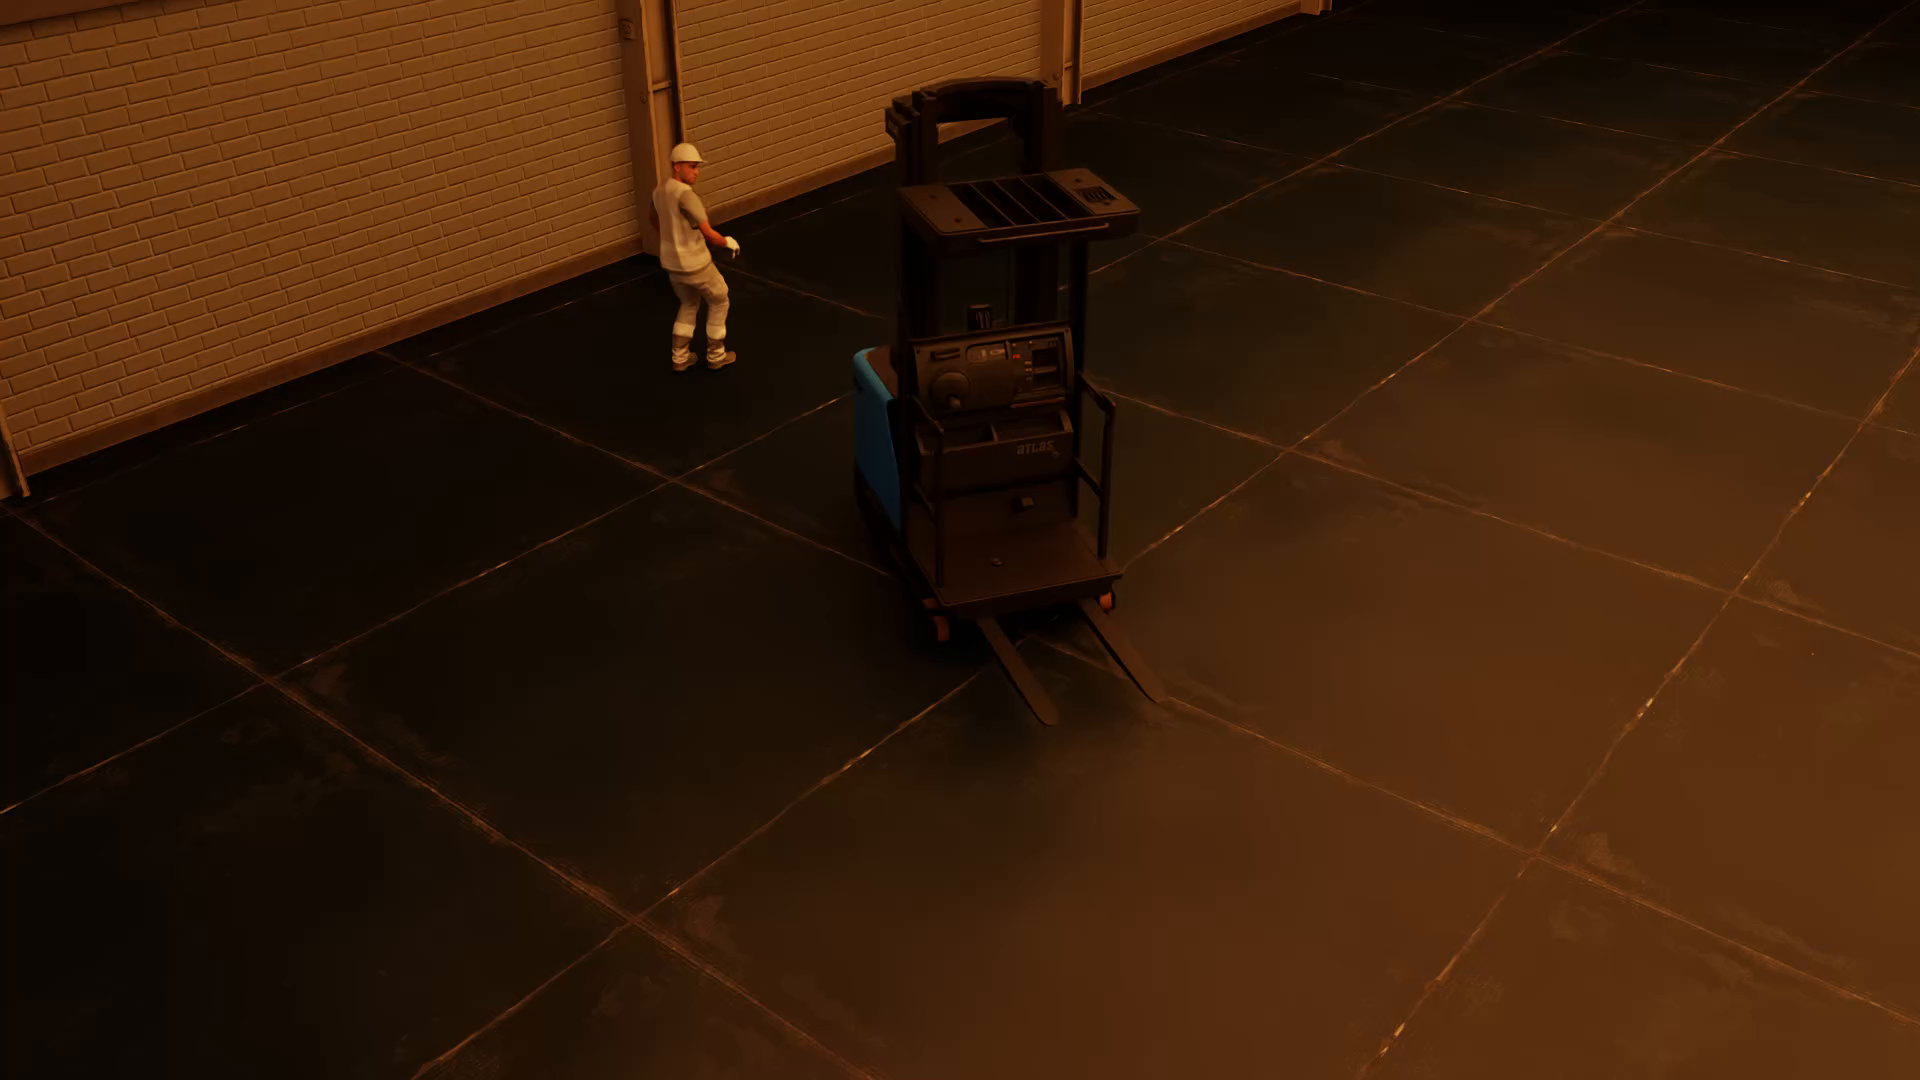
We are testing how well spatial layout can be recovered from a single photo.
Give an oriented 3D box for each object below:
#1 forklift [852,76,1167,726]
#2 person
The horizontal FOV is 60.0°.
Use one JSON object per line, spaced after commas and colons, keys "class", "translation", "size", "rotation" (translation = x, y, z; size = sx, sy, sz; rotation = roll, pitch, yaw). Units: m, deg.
{"class": "forklift", "translation": [0.267, -0.907, 9.147], "size": [1.130, 2.935, 3.031], "rotation": [-10, 32, -16]}
{"class": "person", "translation": [-1.997, -2.086, 12.381], "size": [0.763, 1.728, 0.520], "rotation": [22, 37, 33]}
